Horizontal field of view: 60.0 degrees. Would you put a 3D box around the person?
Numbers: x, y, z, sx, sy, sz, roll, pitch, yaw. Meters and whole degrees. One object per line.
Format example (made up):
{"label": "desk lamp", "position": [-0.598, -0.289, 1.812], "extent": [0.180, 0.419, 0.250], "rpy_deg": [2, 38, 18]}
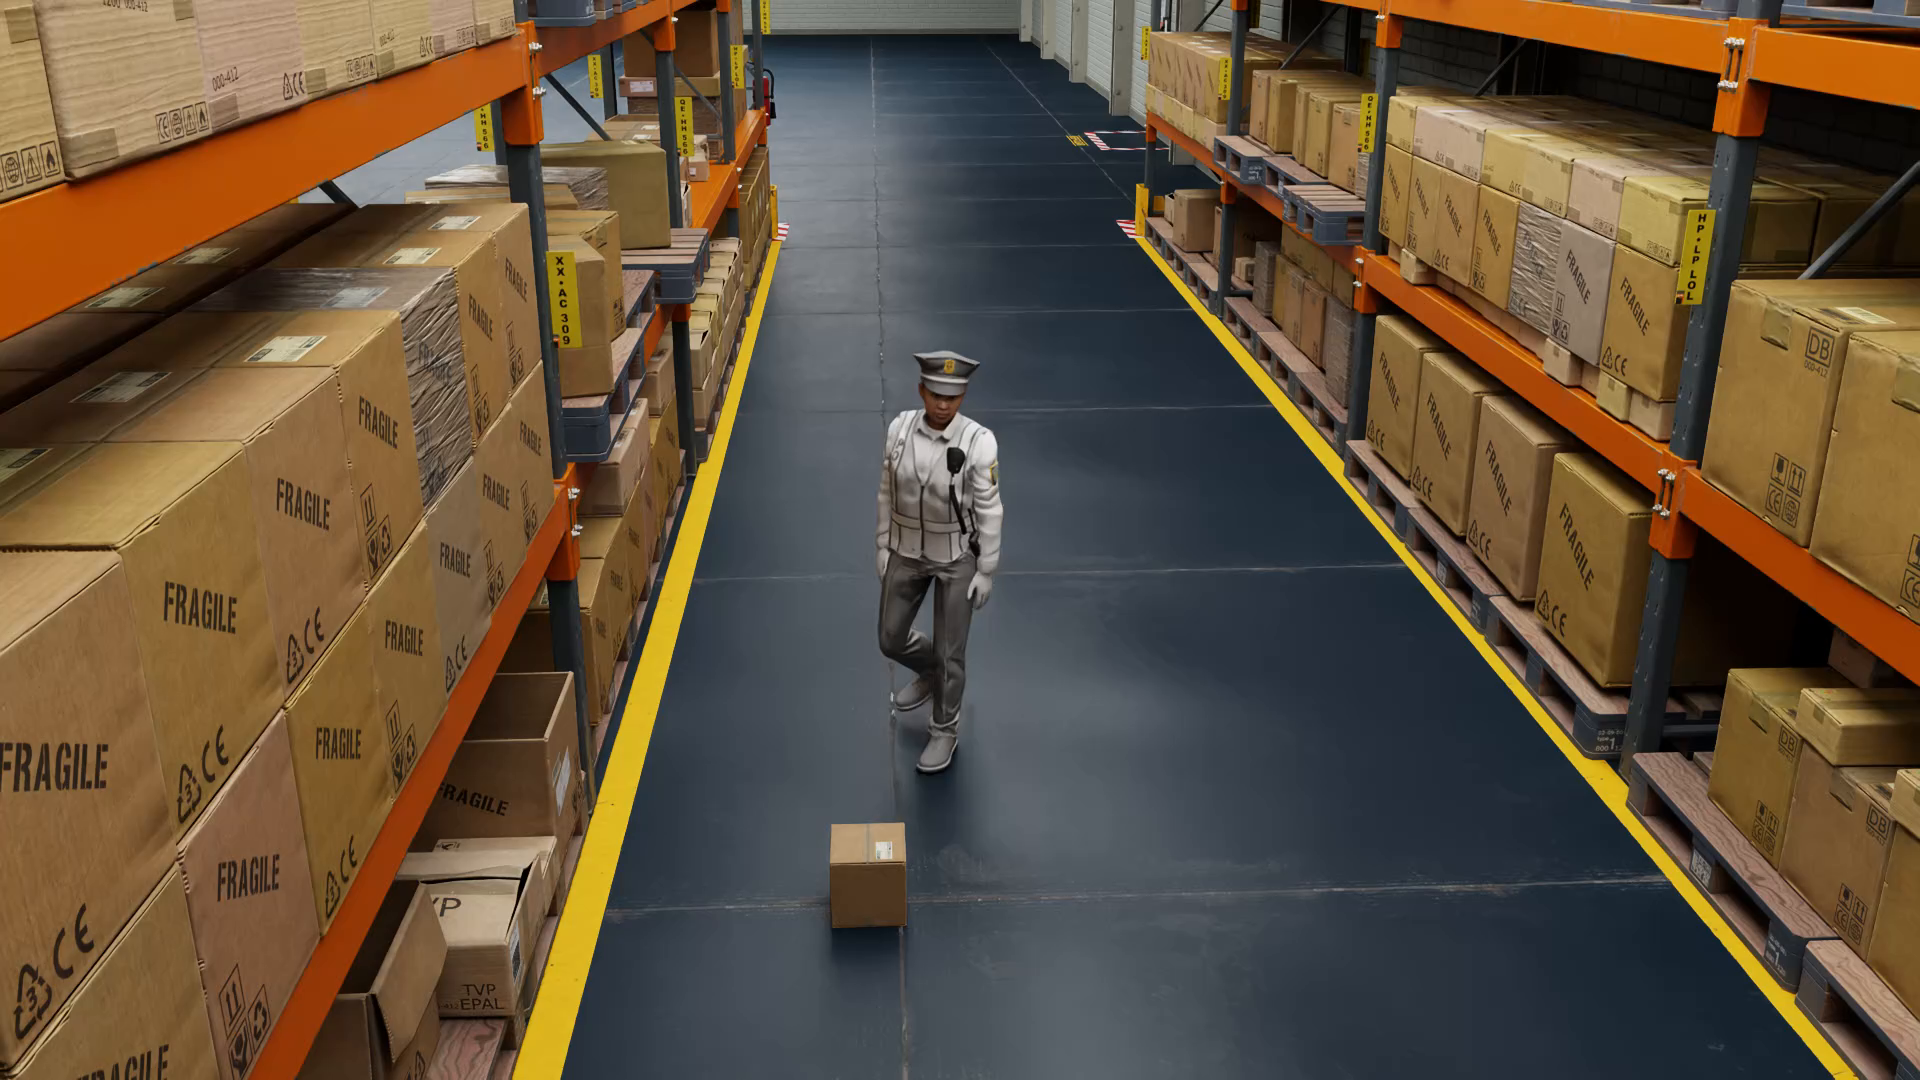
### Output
{"label": "person", "position": [-0.059, 0.044, 6.430], "extent": [0.525, 1.669, 0.547], "rpy_deg": [8, 22, 21]}
